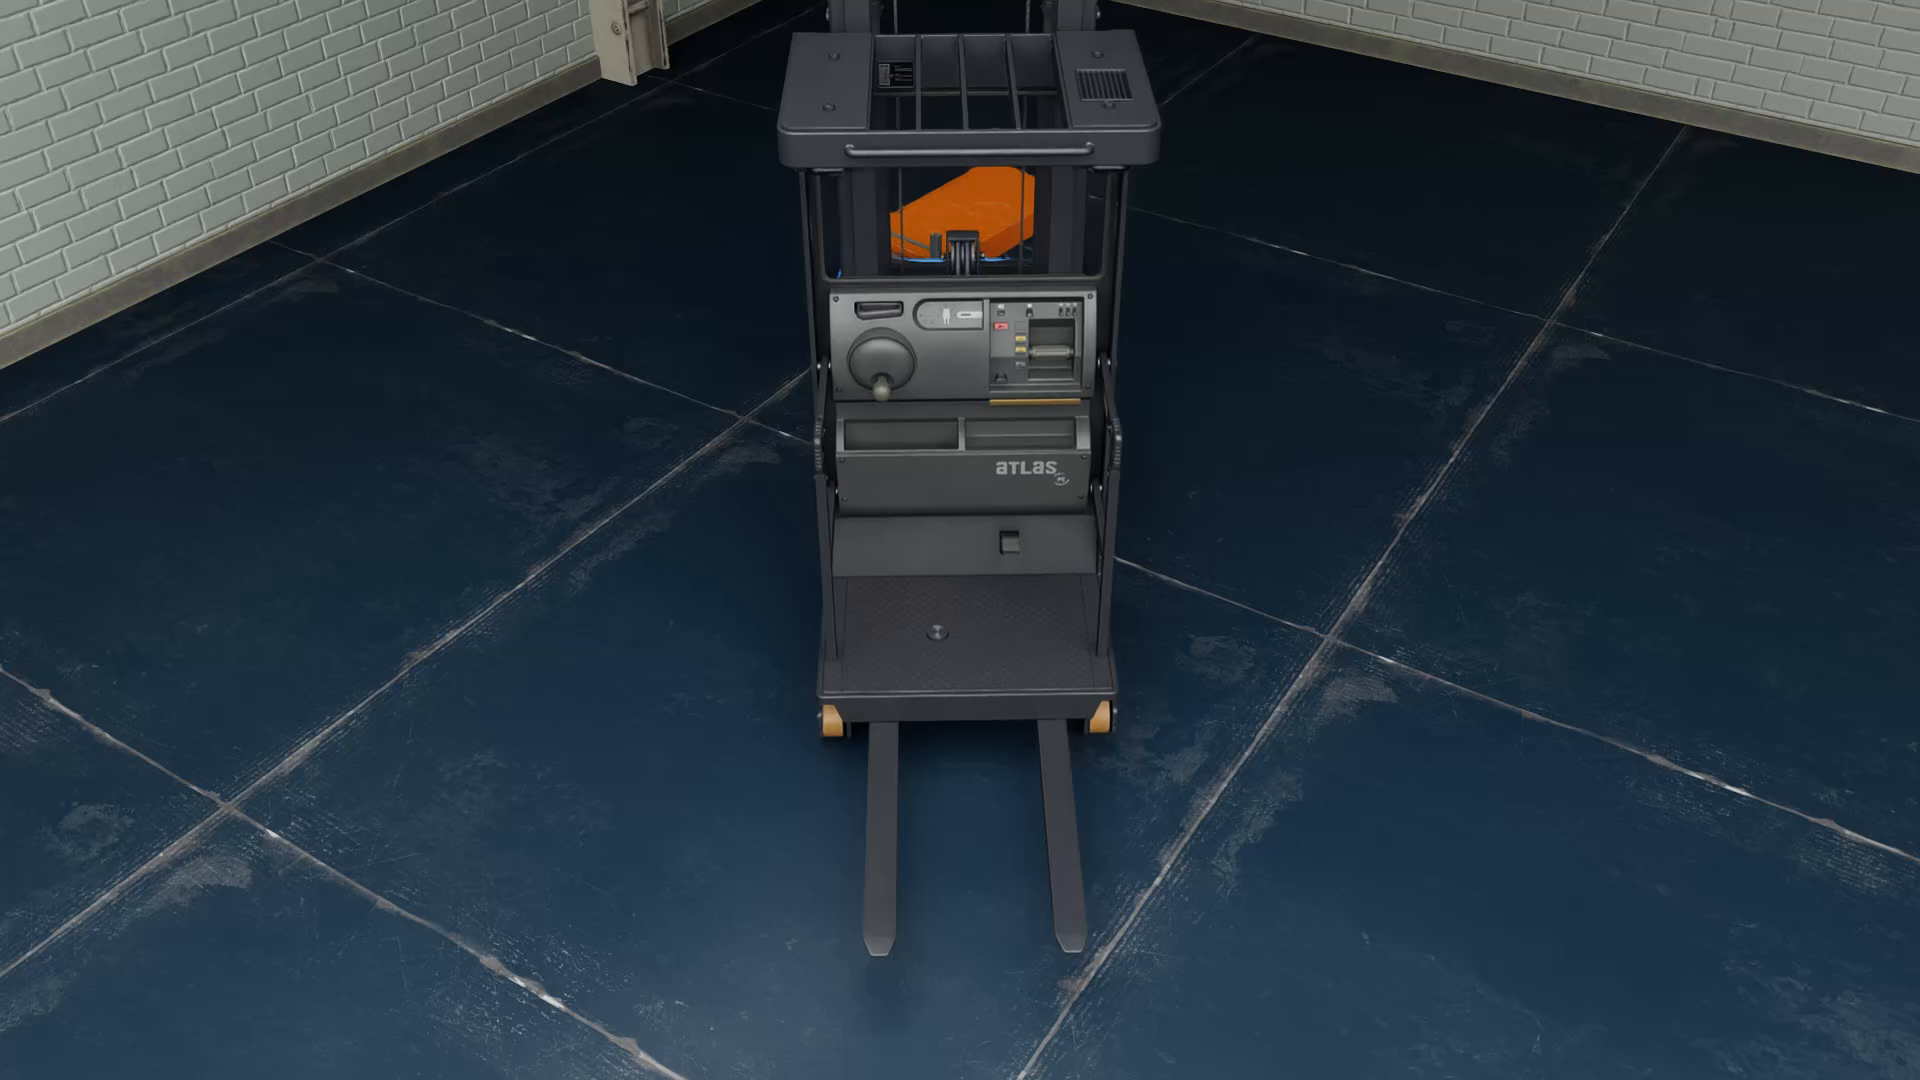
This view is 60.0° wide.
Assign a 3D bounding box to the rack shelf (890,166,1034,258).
[{"bbox_3d":[0.037,-1.424,7.697,0.538,0.278,1.000,26,45,30],"label":"rack shelf"}]

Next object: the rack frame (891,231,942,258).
[{"bbox_3d":[-0.282,-0.951,7.562,0.500,1.125,0.032,26,45,30],"label":"rack frame"}]

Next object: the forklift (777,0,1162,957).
[{"bbox_3d":[0.019,-0.613,5.645,1.130,2.935,3.031,-1,38,-1],"label":"forklift"}]

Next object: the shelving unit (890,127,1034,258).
[{"bbox_3d":[0.037,-1.192,7.875,0.538,1.125,1.048,26,45,30],"label":"shelving unit"}]

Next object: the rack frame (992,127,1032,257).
[{"bbox_3d":[0.356,-1.434,8.189,0.500,1.125,0.032,26,45,30],"label":"rack frame"}]

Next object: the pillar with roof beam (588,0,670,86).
[{"bbox_3d":[1.400,-5.372,6.849,9.100,9.000,0.400,21,42,25],"label":"pillar with roof beam"}]
